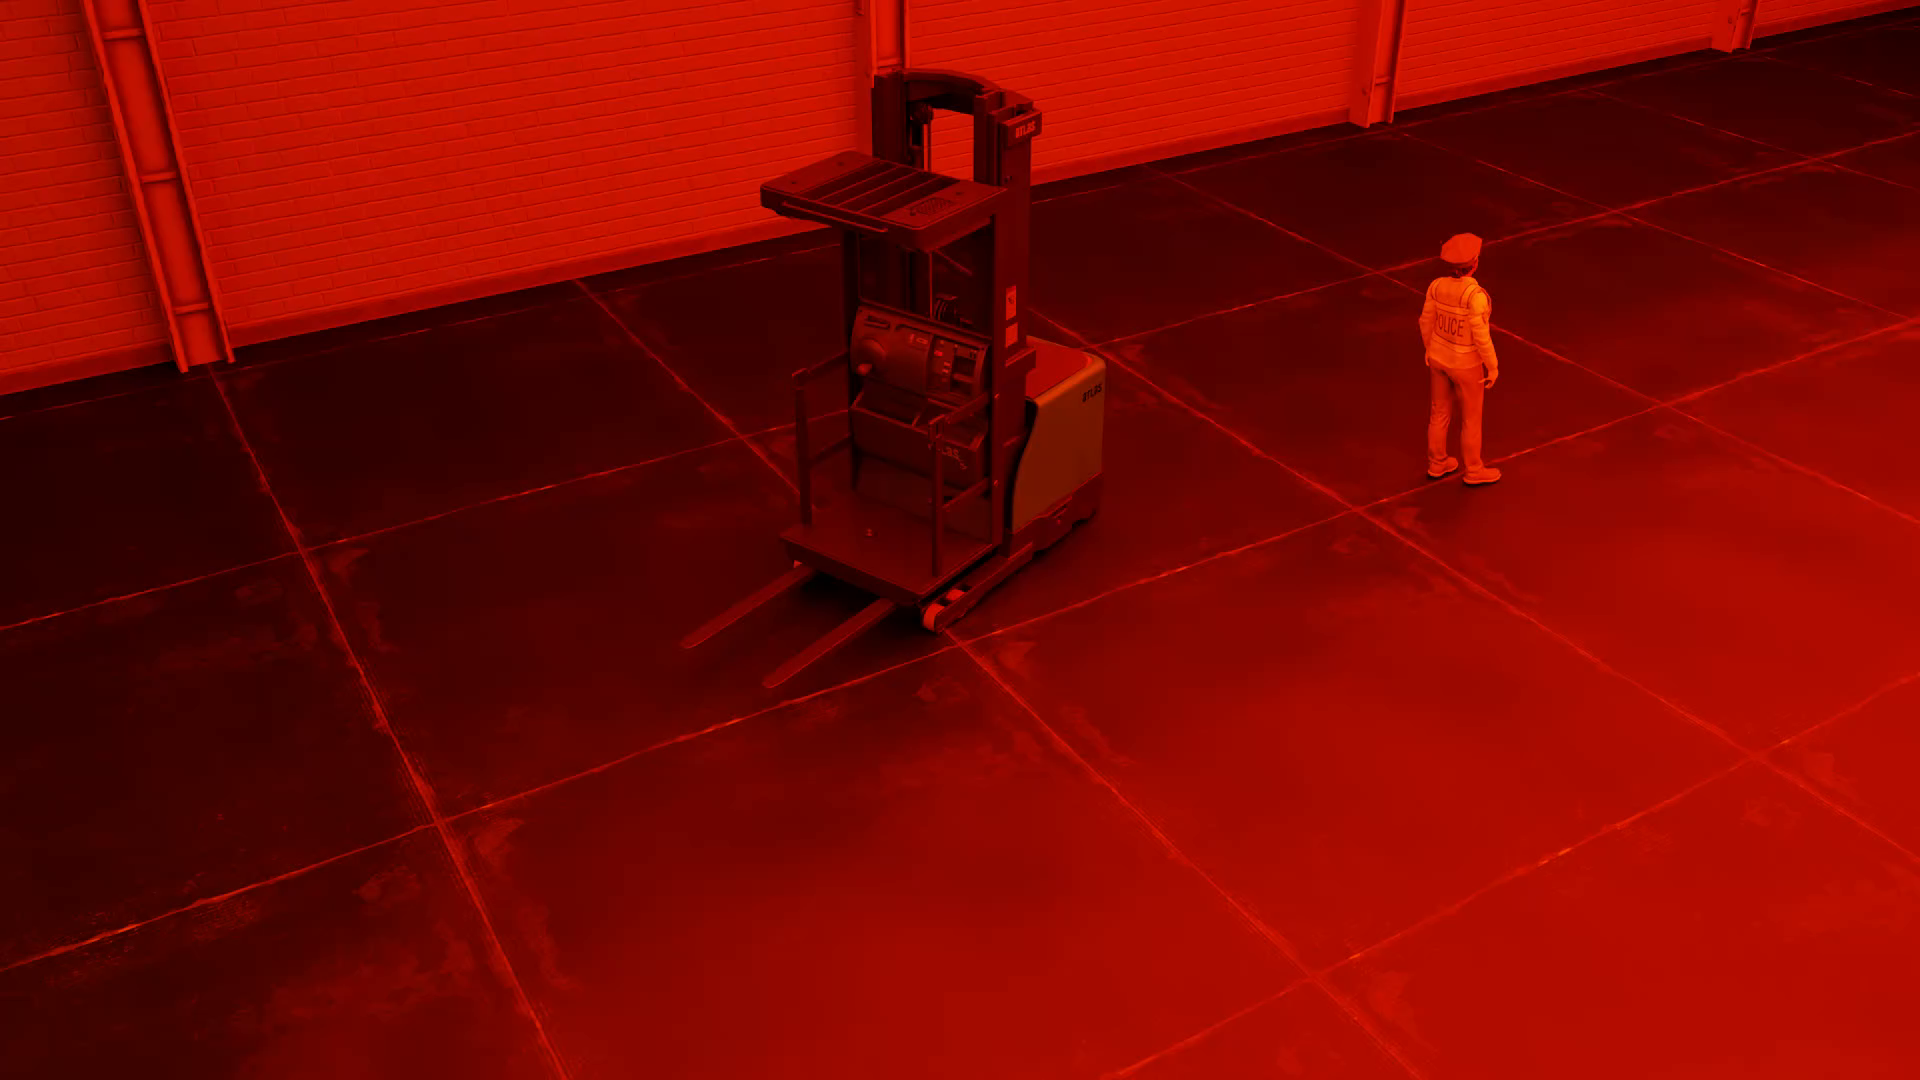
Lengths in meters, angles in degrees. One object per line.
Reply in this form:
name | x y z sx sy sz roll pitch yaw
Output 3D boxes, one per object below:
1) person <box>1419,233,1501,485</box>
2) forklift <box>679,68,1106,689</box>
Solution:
person | 3.271 -1.182 10.809 0.533 1.694 0.586 -20 36 -30
forklift | -0.365 -1.007 9.329 1.130 2.935 3.031 21 37 31
